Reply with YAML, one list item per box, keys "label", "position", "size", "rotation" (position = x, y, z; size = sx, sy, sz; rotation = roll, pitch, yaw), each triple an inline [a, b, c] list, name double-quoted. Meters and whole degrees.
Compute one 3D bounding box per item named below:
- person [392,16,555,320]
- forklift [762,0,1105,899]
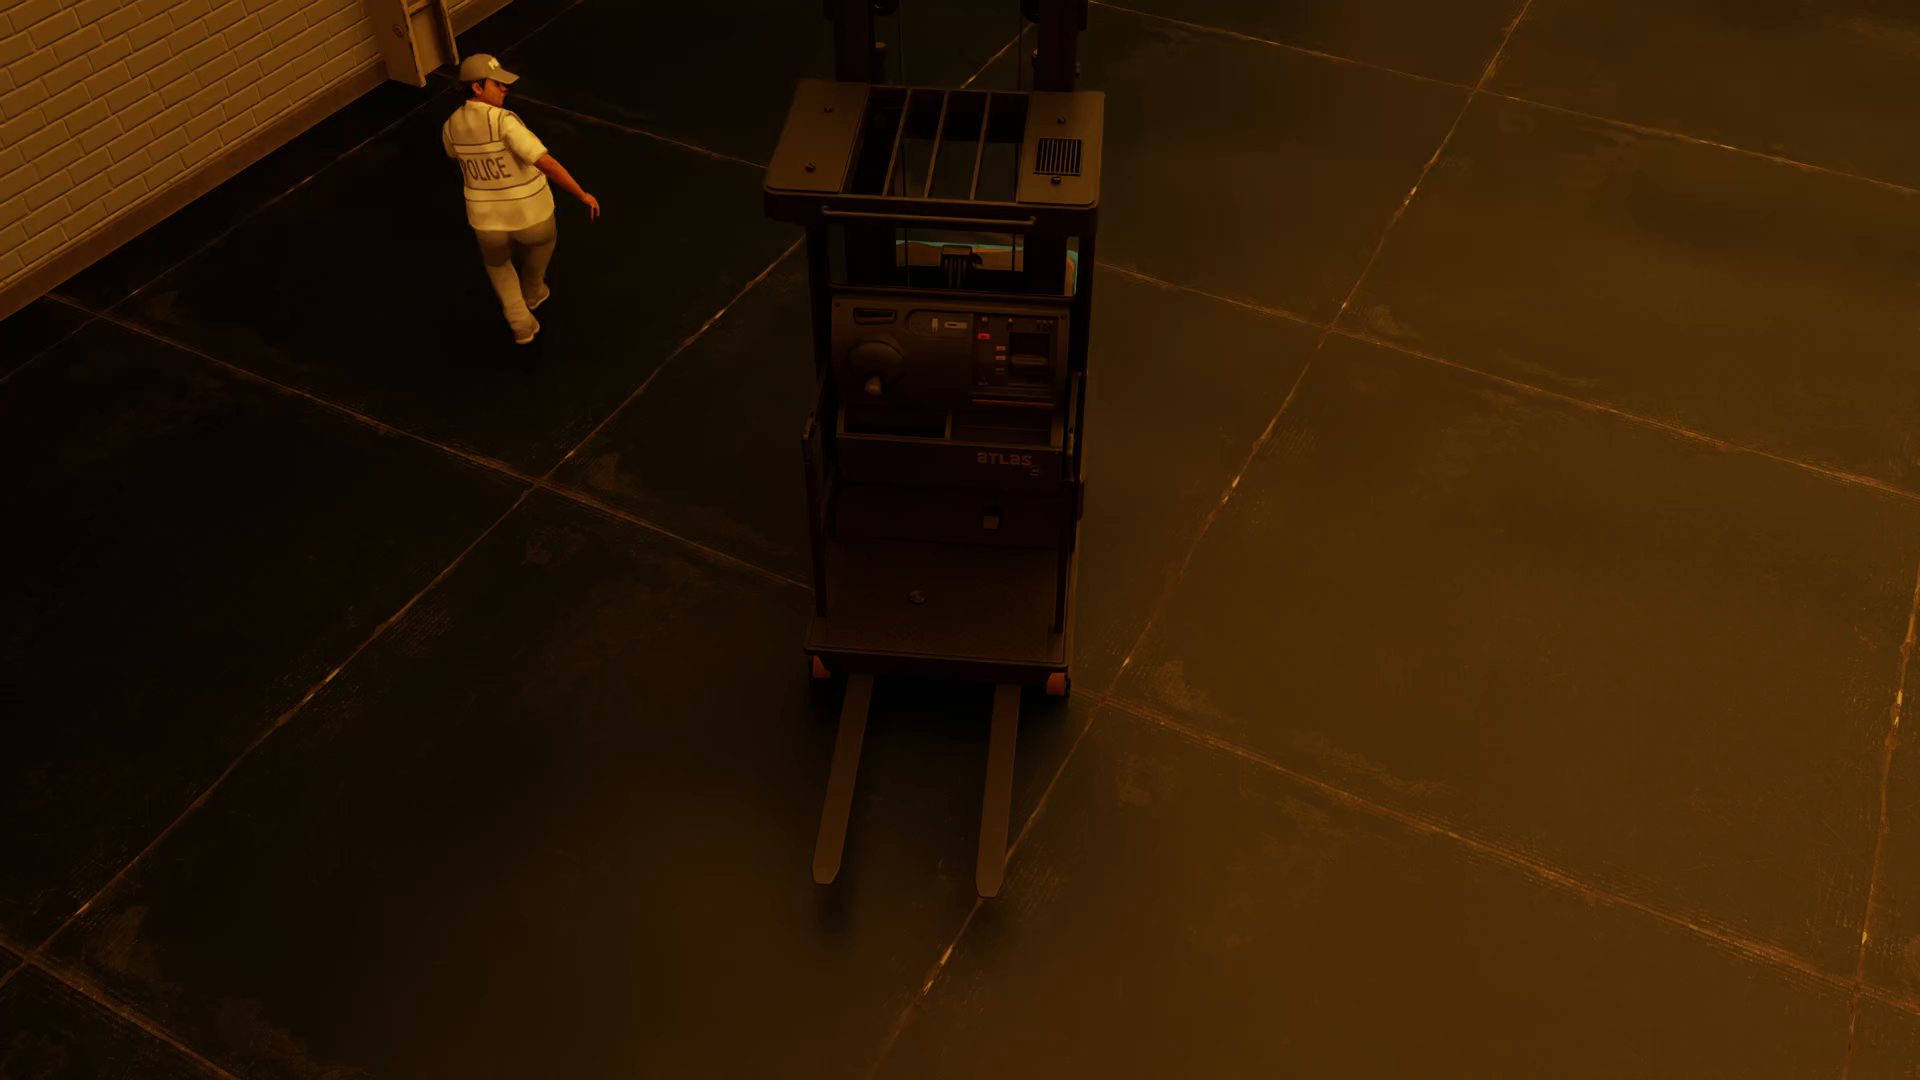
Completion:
- label: "person"
  position: [-2.530, -1.905, 8.564]
  size: [0.680, 1.643, 0.520]
  rotation: [18, 46, 18]
- label: "forklift"
  position: [-0.059, -0.651, 6.345]
  size: [1.130, 2.935, 3.031]
  rotation: [4, 43, 4]
